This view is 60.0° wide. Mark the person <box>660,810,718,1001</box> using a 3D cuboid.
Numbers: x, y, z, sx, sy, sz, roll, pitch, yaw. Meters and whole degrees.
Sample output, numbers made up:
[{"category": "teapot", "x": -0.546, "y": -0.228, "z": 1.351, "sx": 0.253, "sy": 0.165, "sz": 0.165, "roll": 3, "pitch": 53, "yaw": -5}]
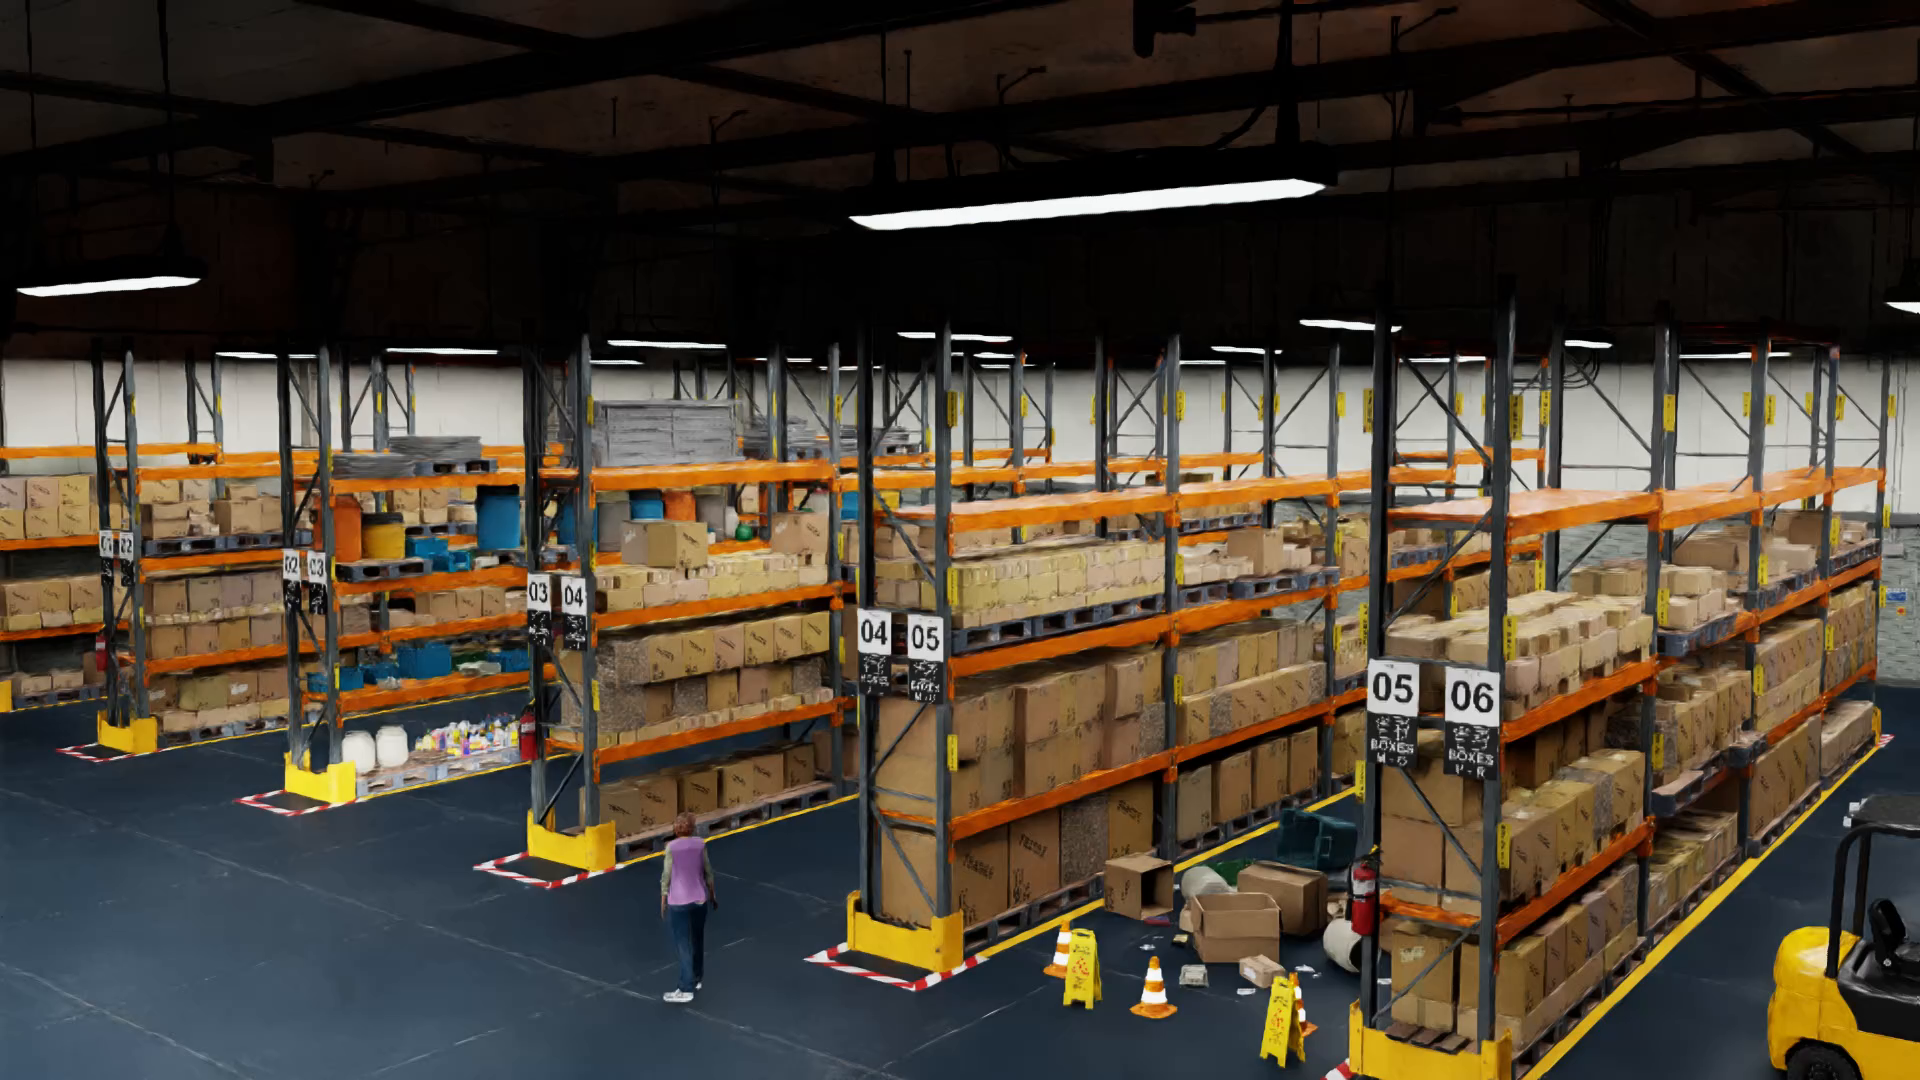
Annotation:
[{"category": "person", "x": -2.346, "y": 3.112, "z": 14.305, "sx": 0.547, "sy": 1.588, "sz": 0.527, "roll": -4, "pitch": 6, "yaw": -36}]
